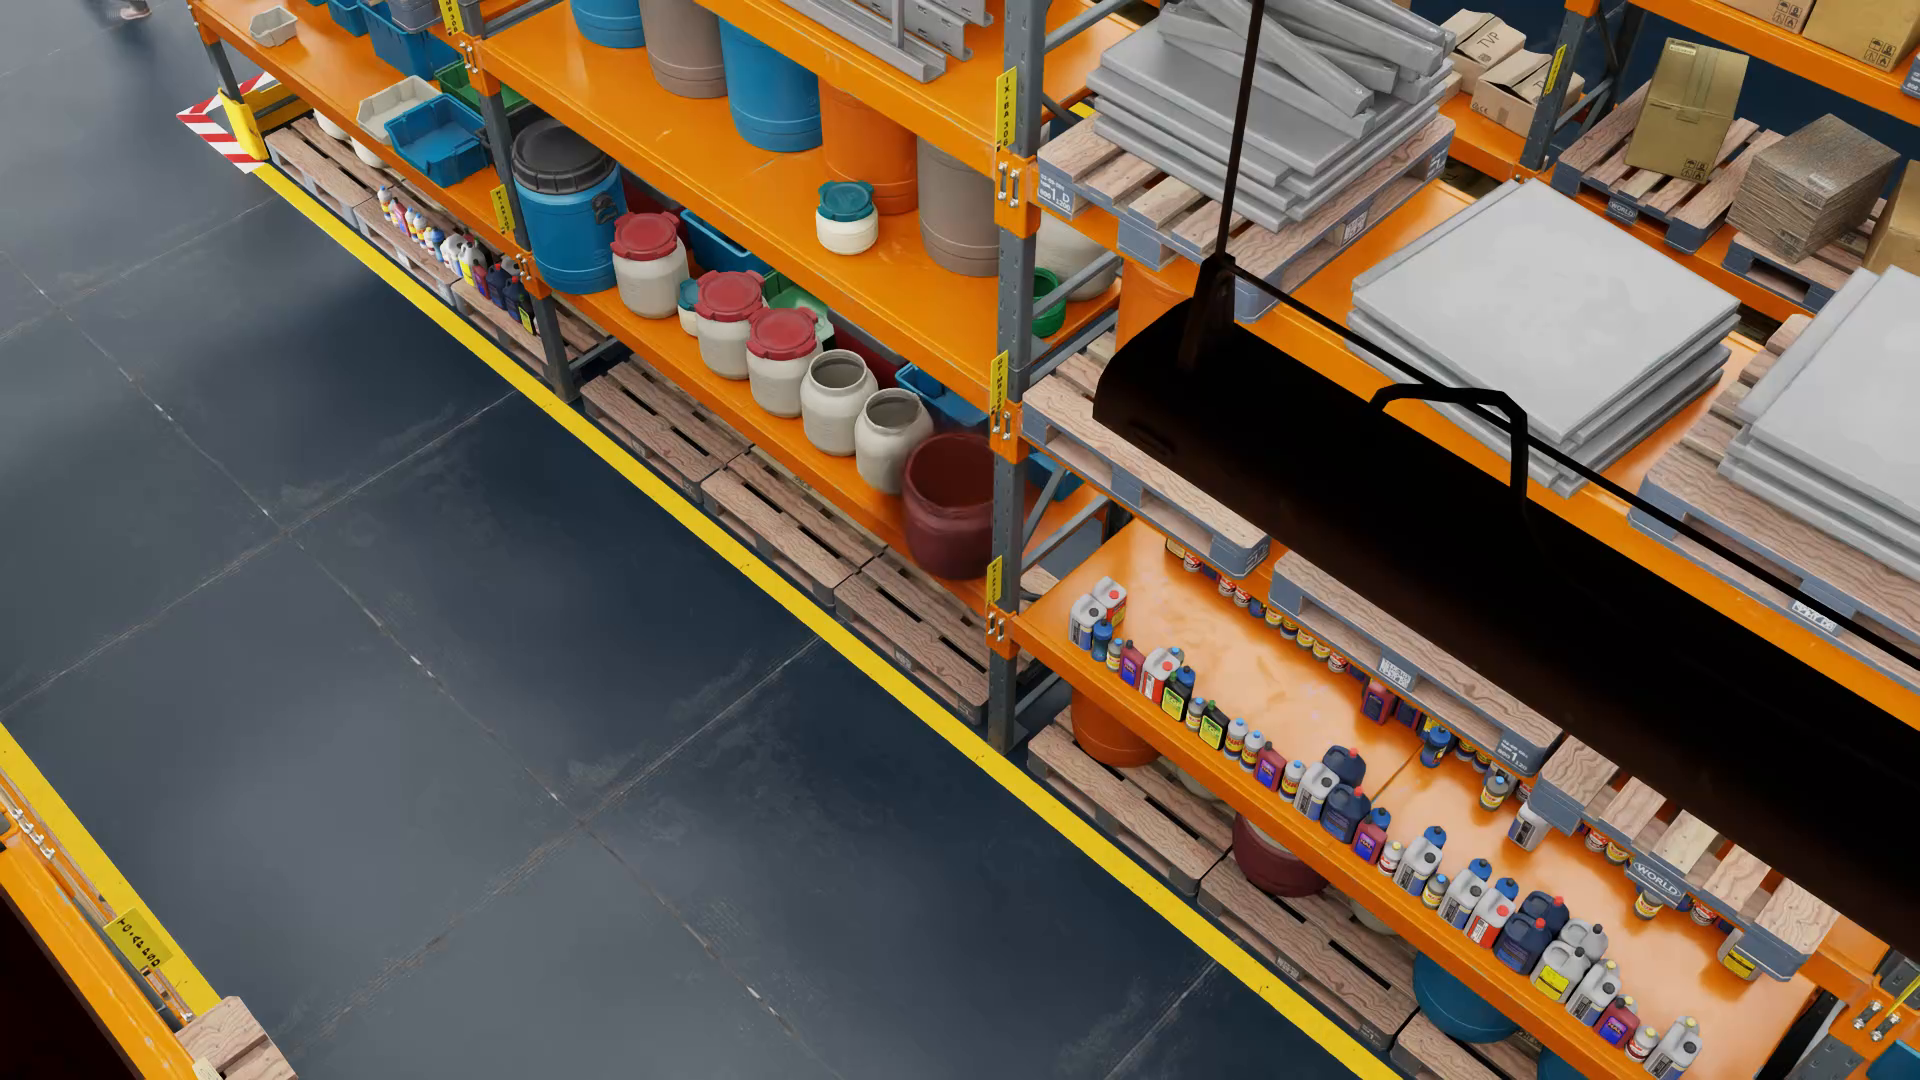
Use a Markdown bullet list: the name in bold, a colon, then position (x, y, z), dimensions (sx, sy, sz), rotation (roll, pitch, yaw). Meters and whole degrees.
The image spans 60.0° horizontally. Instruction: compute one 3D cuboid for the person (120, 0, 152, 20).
- **person**: position (-7.303, -5.036, 13.533), dimensions (1.019, 1.599, 0.486), rotation (6, 50, 5)
